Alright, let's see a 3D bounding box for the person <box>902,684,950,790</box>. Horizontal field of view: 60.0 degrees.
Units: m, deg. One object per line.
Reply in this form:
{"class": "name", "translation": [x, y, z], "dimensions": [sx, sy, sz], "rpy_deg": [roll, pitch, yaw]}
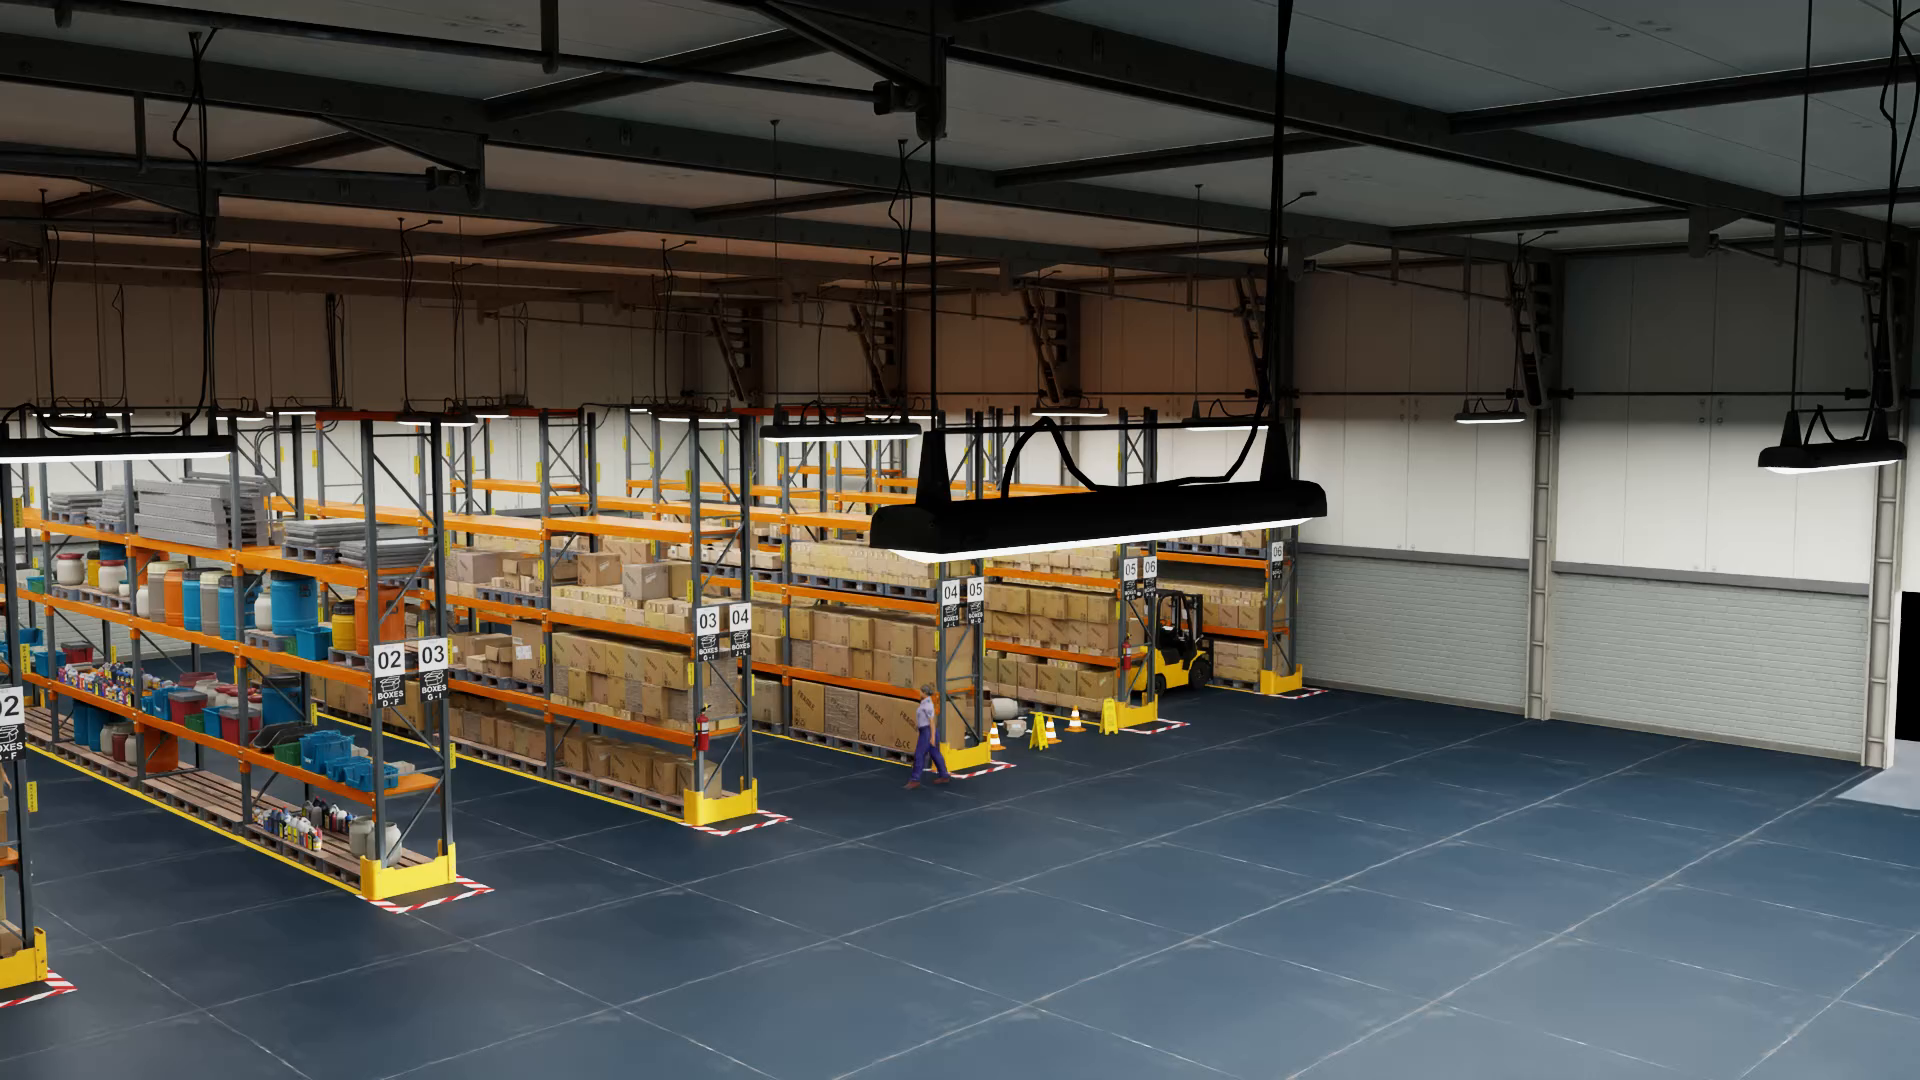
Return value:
{"class": "person", "translation": [-0.543, 3.154, 26.802], "dimensions": [0.761, 1.644, 0.590], "rpy_deg": [0, 5, 1]}

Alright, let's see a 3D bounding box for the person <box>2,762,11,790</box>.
{"class": "person", "translation": [-13.737, 3.430, 23.443], "dimensions": [1.076, 1.591, 0.550], "rpy_deg": [3, 6, 29]}
